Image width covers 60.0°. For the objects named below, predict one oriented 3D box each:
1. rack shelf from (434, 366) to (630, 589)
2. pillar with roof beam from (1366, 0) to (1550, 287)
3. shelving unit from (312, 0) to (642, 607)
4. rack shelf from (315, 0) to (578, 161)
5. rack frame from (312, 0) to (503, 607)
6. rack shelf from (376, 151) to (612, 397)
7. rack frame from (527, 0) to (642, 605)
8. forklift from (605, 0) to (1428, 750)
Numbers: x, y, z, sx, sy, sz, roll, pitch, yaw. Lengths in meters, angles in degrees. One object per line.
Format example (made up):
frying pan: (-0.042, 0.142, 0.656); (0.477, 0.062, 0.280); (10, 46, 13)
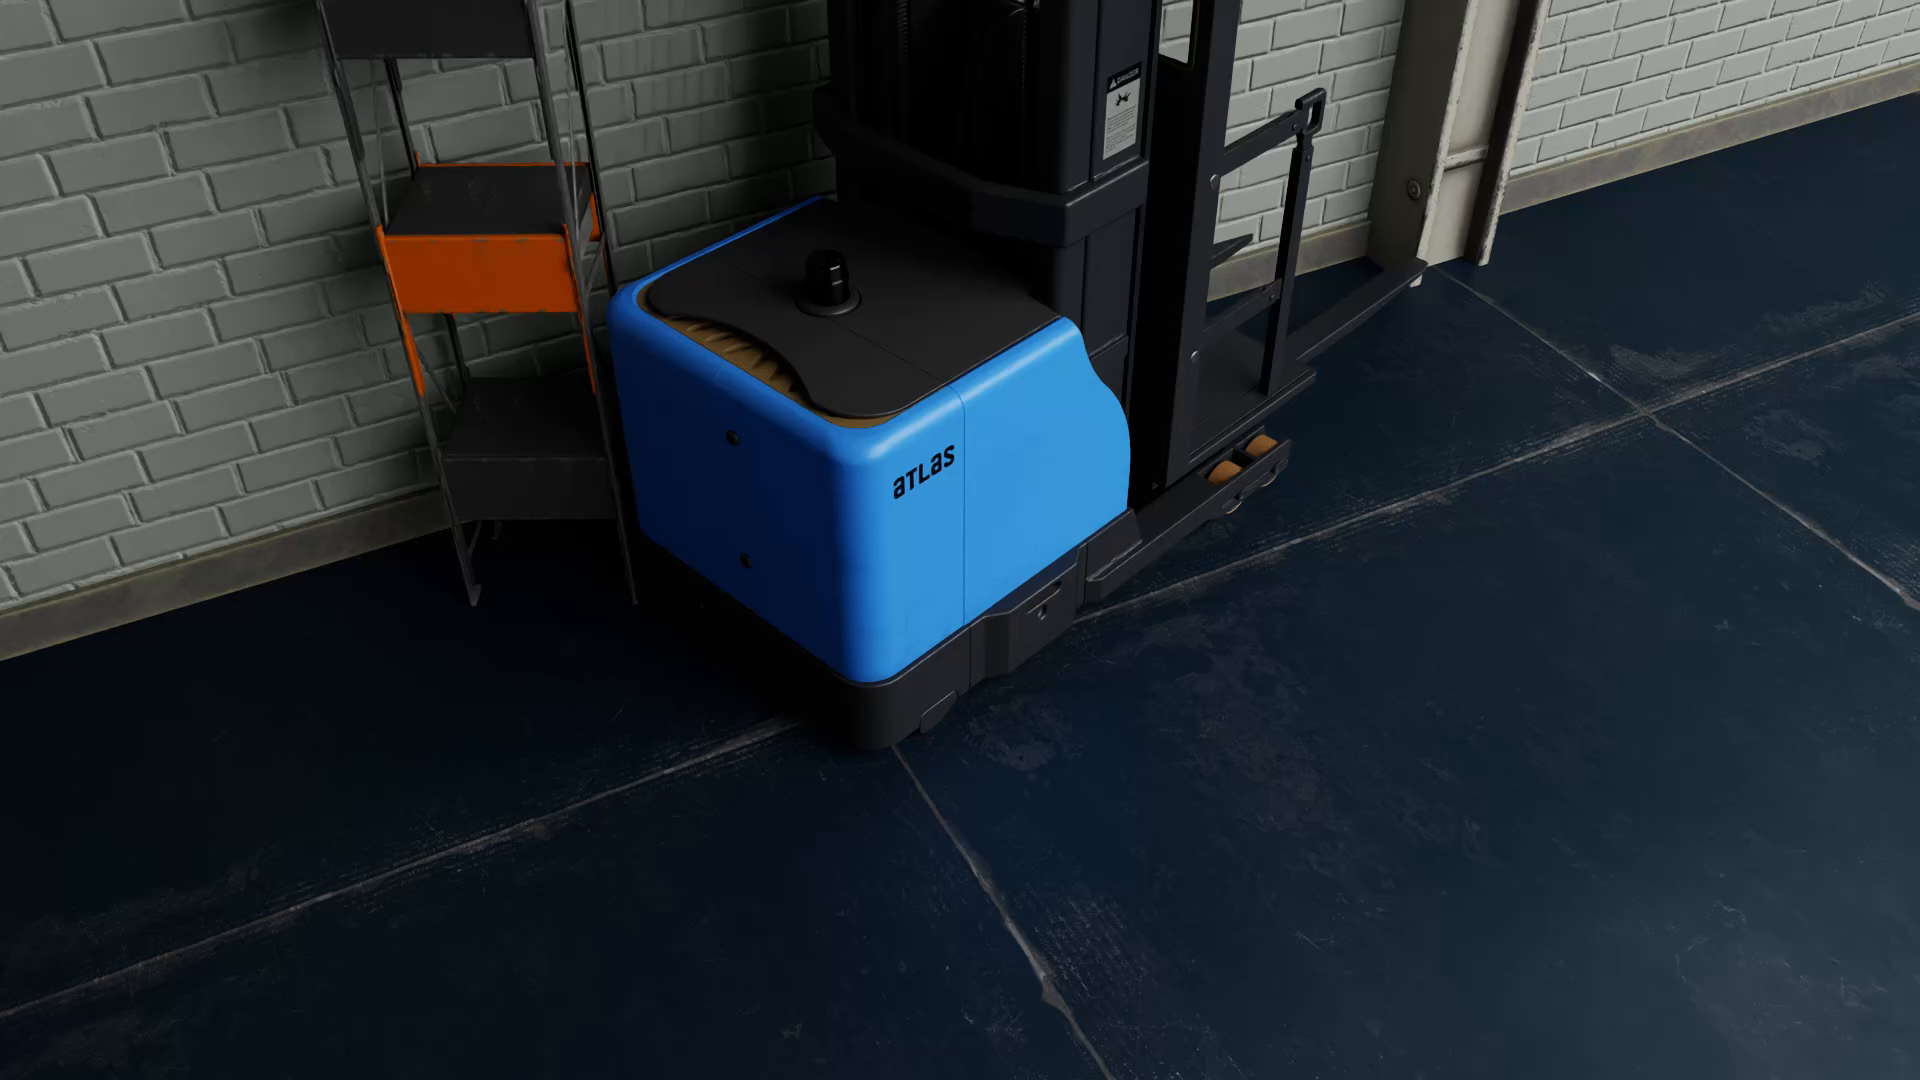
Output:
rack shelf: (-1.226, -0.187, 4.949); (0.480, 0.518, 0.431); (-1, 40, 0)
pillar with roof beam: (3.824, -2.087, 0.750); (0.400, 9.000, 9.100); (-19, 44, -21)
shelving unit: (-1.229, -0.732, 4.488); (0.503, 2.100, 0.431); (-1, 40, 0)
rack shelf: (-1.231, -1.256, 4.044); (0.480, 0.518, 0.431); (-1, 40, 0)
rack frame: (-1.473, -0.730, 4.487); (0.015, 2.100, 0.400); (-1, 40, 0)
rack shelf: (-1.229, -0.721, 4.496); (0.480, 0.518, 0.431); (-1, 40, 0)
rack frame: (-0.985, -0.734, 4.489); (0.015, 2.100, 0.400); (-1, 40, 0)
forklift: (0.433, -1.411, 4.648); (1.130, 2.935, 3.031); (32, 50, 32)
